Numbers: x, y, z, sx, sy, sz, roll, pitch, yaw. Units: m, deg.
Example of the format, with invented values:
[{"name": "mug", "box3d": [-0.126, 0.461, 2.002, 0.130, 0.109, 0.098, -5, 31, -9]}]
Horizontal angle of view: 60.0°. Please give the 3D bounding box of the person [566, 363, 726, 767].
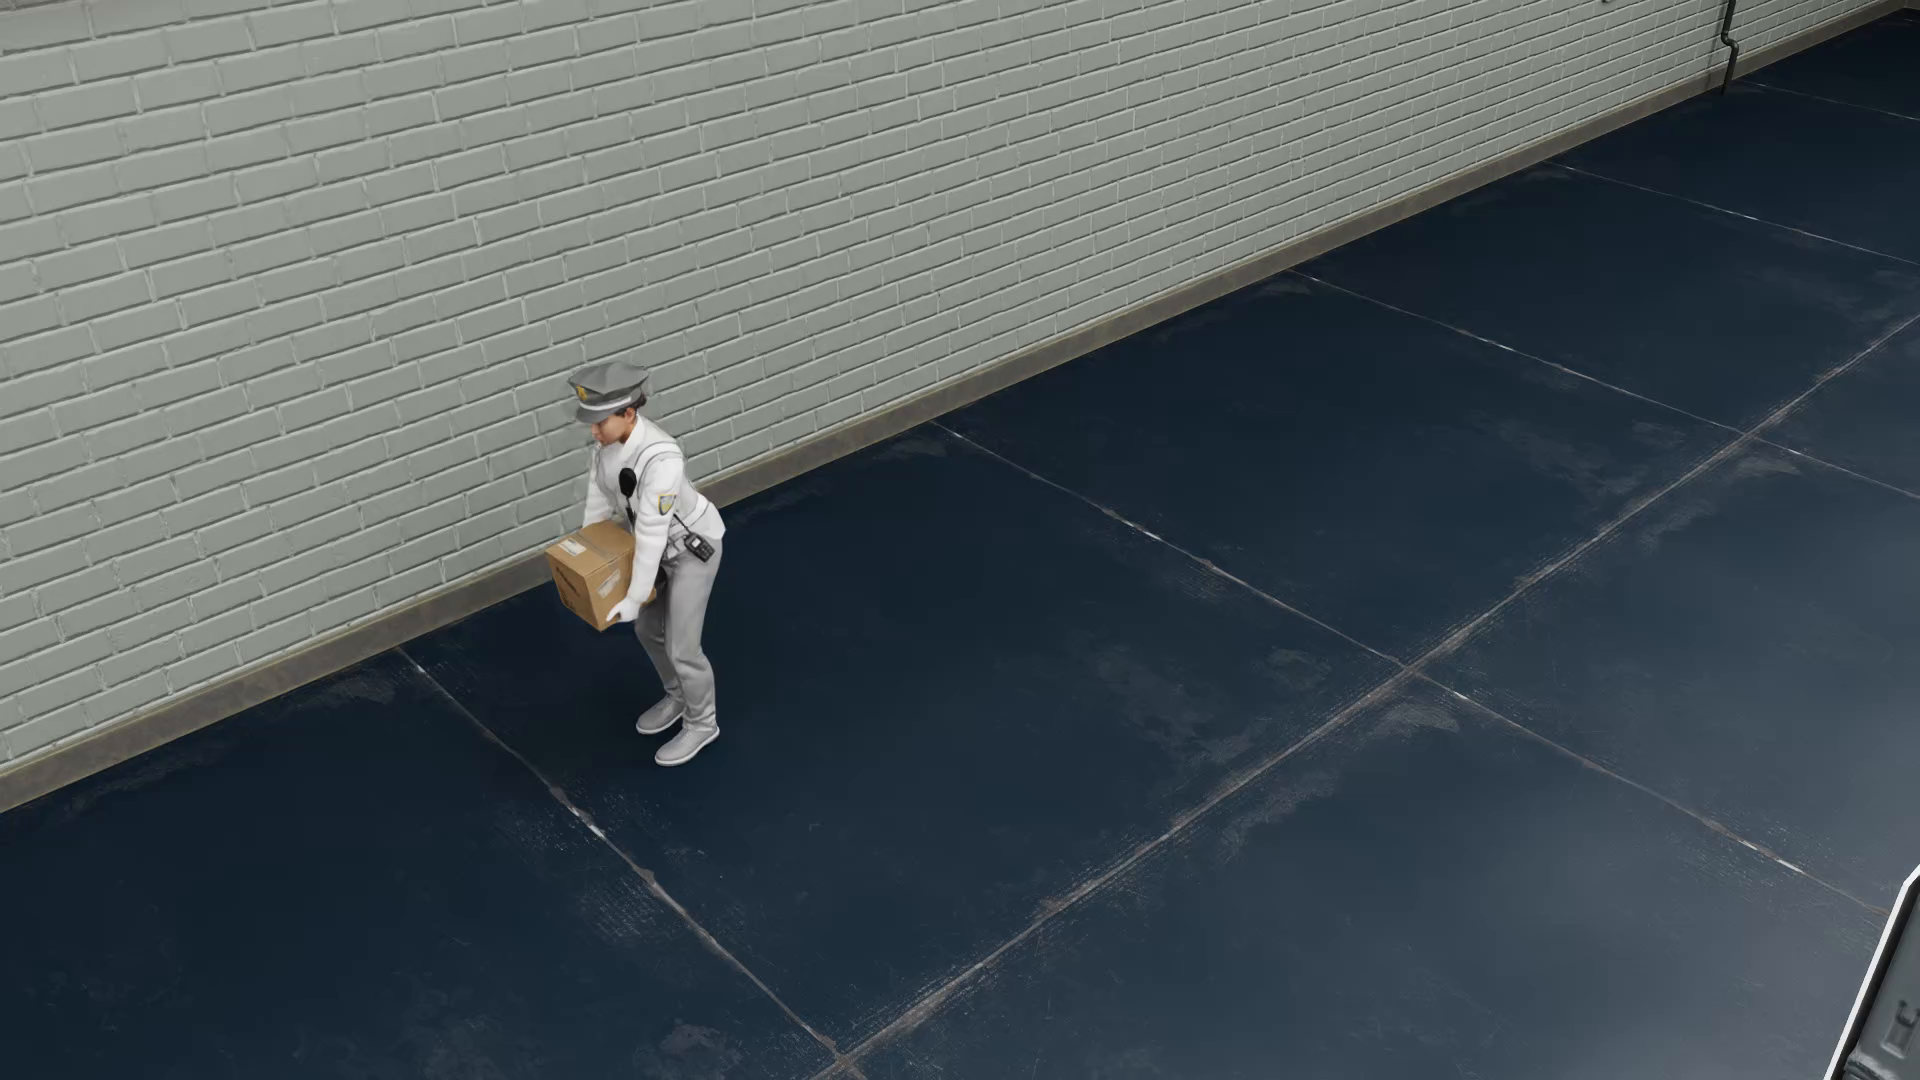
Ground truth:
[{"name": "person", "box3d": [-1.118, 0.092, 6.028, 0.559, 1.630, 0.411, -27, 41, -36]}]
